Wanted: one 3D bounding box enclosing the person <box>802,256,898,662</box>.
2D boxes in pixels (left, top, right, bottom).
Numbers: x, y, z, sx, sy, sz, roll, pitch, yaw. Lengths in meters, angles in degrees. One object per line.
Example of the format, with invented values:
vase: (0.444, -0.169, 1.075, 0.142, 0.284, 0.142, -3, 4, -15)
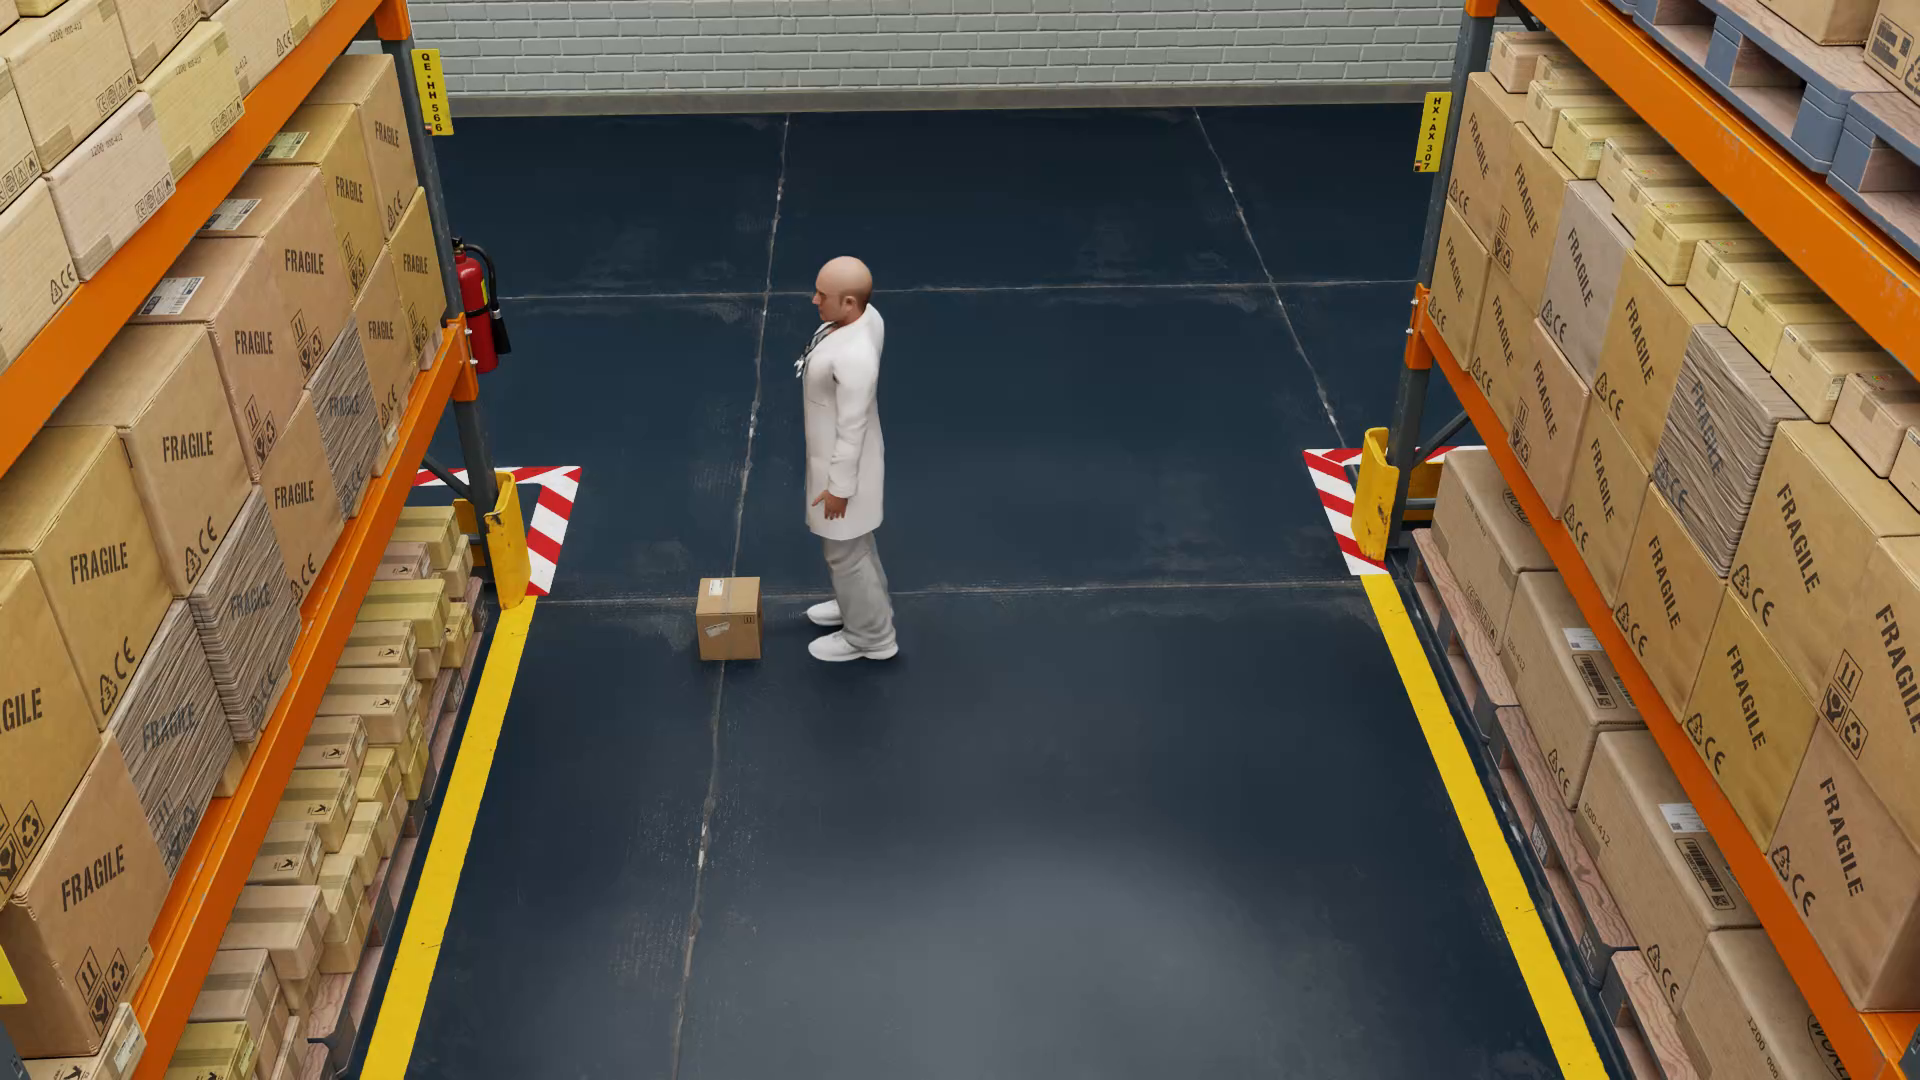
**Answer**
person: (-5.993, 3.397, 1.270, 11.766, 1.777, 13.256, -1, 35, -1)
